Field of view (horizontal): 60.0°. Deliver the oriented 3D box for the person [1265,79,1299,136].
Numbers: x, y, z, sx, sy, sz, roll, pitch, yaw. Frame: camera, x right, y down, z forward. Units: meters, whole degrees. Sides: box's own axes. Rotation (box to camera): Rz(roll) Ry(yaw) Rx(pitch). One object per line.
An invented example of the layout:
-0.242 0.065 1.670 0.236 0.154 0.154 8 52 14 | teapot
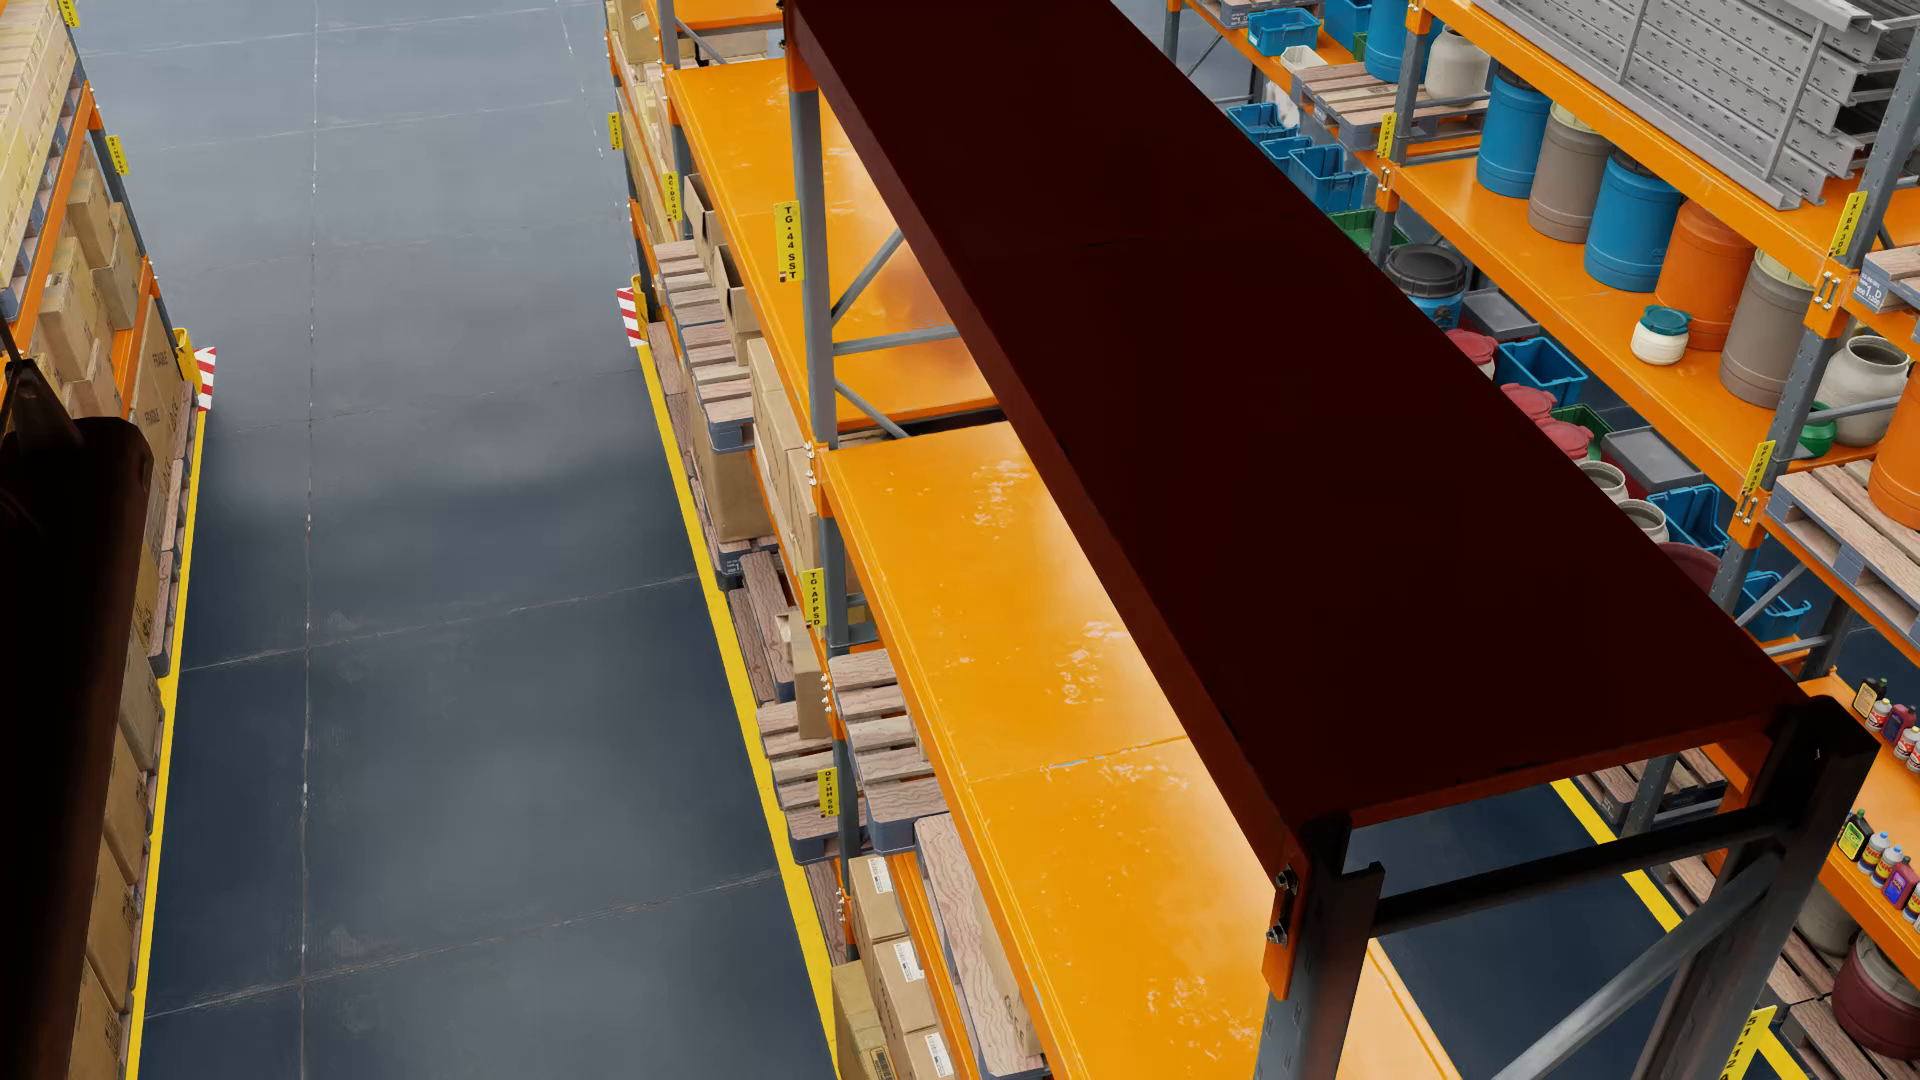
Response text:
3.196 -4.105 16.630 0.795 1.757 0.733 23 44 26 | person
